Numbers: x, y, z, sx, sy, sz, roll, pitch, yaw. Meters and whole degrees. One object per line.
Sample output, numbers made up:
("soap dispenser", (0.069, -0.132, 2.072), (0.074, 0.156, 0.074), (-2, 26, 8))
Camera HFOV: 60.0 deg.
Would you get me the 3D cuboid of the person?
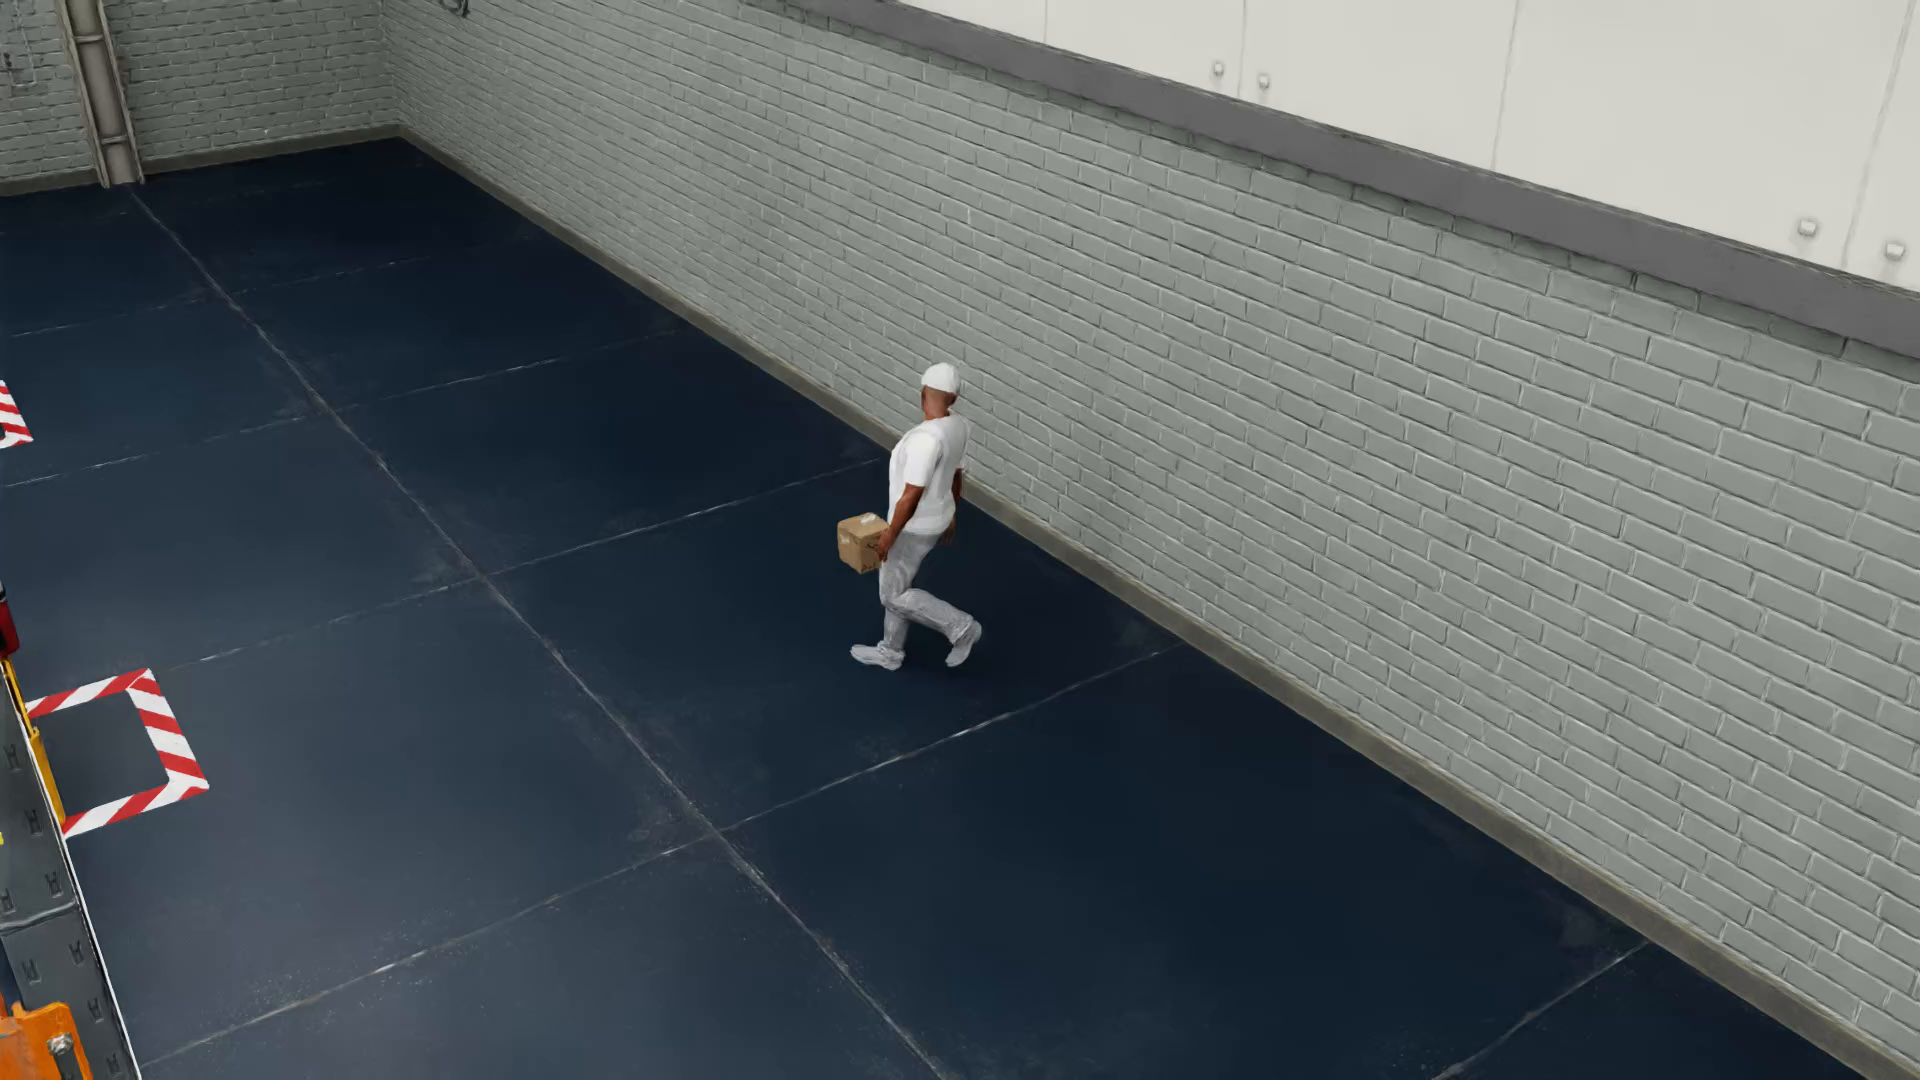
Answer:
("person", (-0.208, -0.099, 8.830), (0.768, 1.717, 0.631), (10, 30, 17))
